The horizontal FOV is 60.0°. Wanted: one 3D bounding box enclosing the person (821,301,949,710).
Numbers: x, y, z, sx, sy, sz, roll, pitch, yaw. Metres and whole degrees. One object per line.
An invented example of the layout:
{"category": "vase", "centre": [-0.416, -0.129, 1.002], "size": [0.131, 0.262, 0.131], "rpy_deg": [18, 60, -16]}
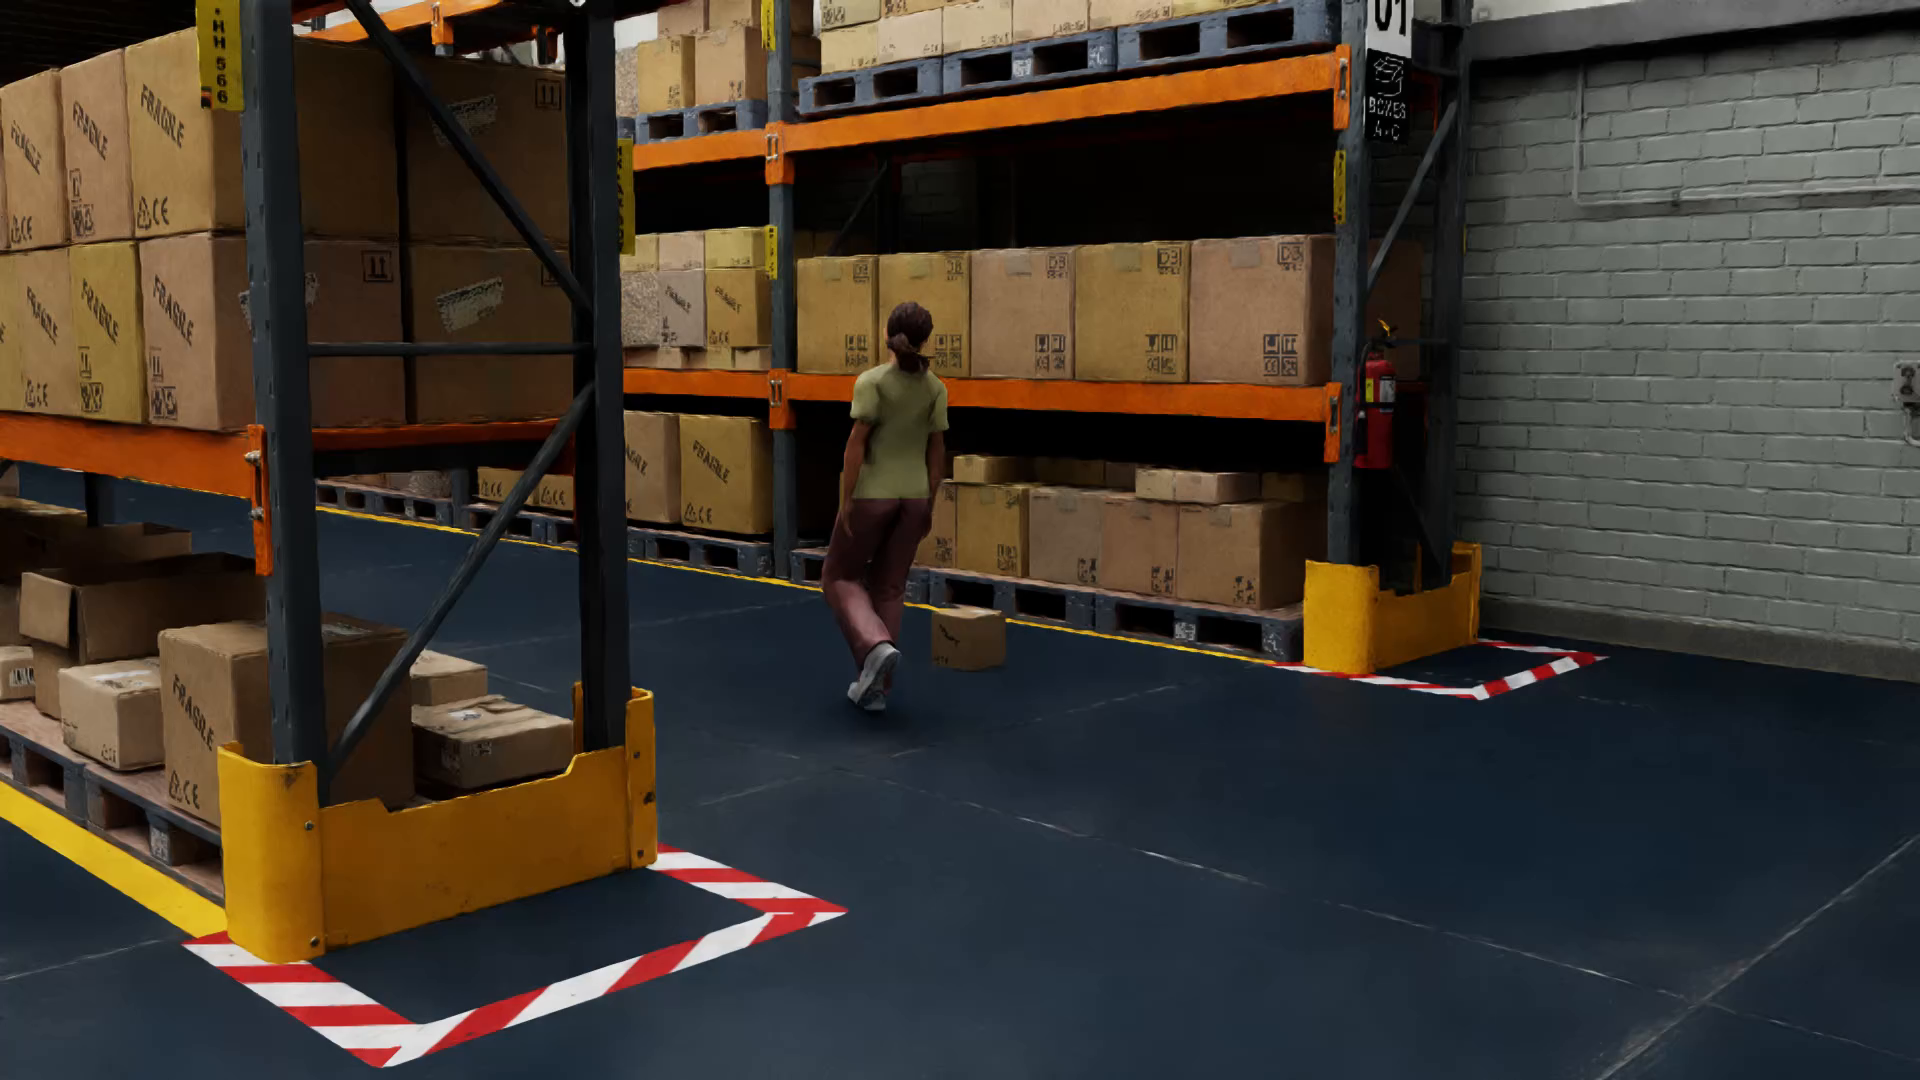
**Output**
{"category": "person", "centre": [-0.274, -0.131, 6.719], "size": [0.474, 1.653, 0.547], "rpy_deg": [-4, 8, -28]}
